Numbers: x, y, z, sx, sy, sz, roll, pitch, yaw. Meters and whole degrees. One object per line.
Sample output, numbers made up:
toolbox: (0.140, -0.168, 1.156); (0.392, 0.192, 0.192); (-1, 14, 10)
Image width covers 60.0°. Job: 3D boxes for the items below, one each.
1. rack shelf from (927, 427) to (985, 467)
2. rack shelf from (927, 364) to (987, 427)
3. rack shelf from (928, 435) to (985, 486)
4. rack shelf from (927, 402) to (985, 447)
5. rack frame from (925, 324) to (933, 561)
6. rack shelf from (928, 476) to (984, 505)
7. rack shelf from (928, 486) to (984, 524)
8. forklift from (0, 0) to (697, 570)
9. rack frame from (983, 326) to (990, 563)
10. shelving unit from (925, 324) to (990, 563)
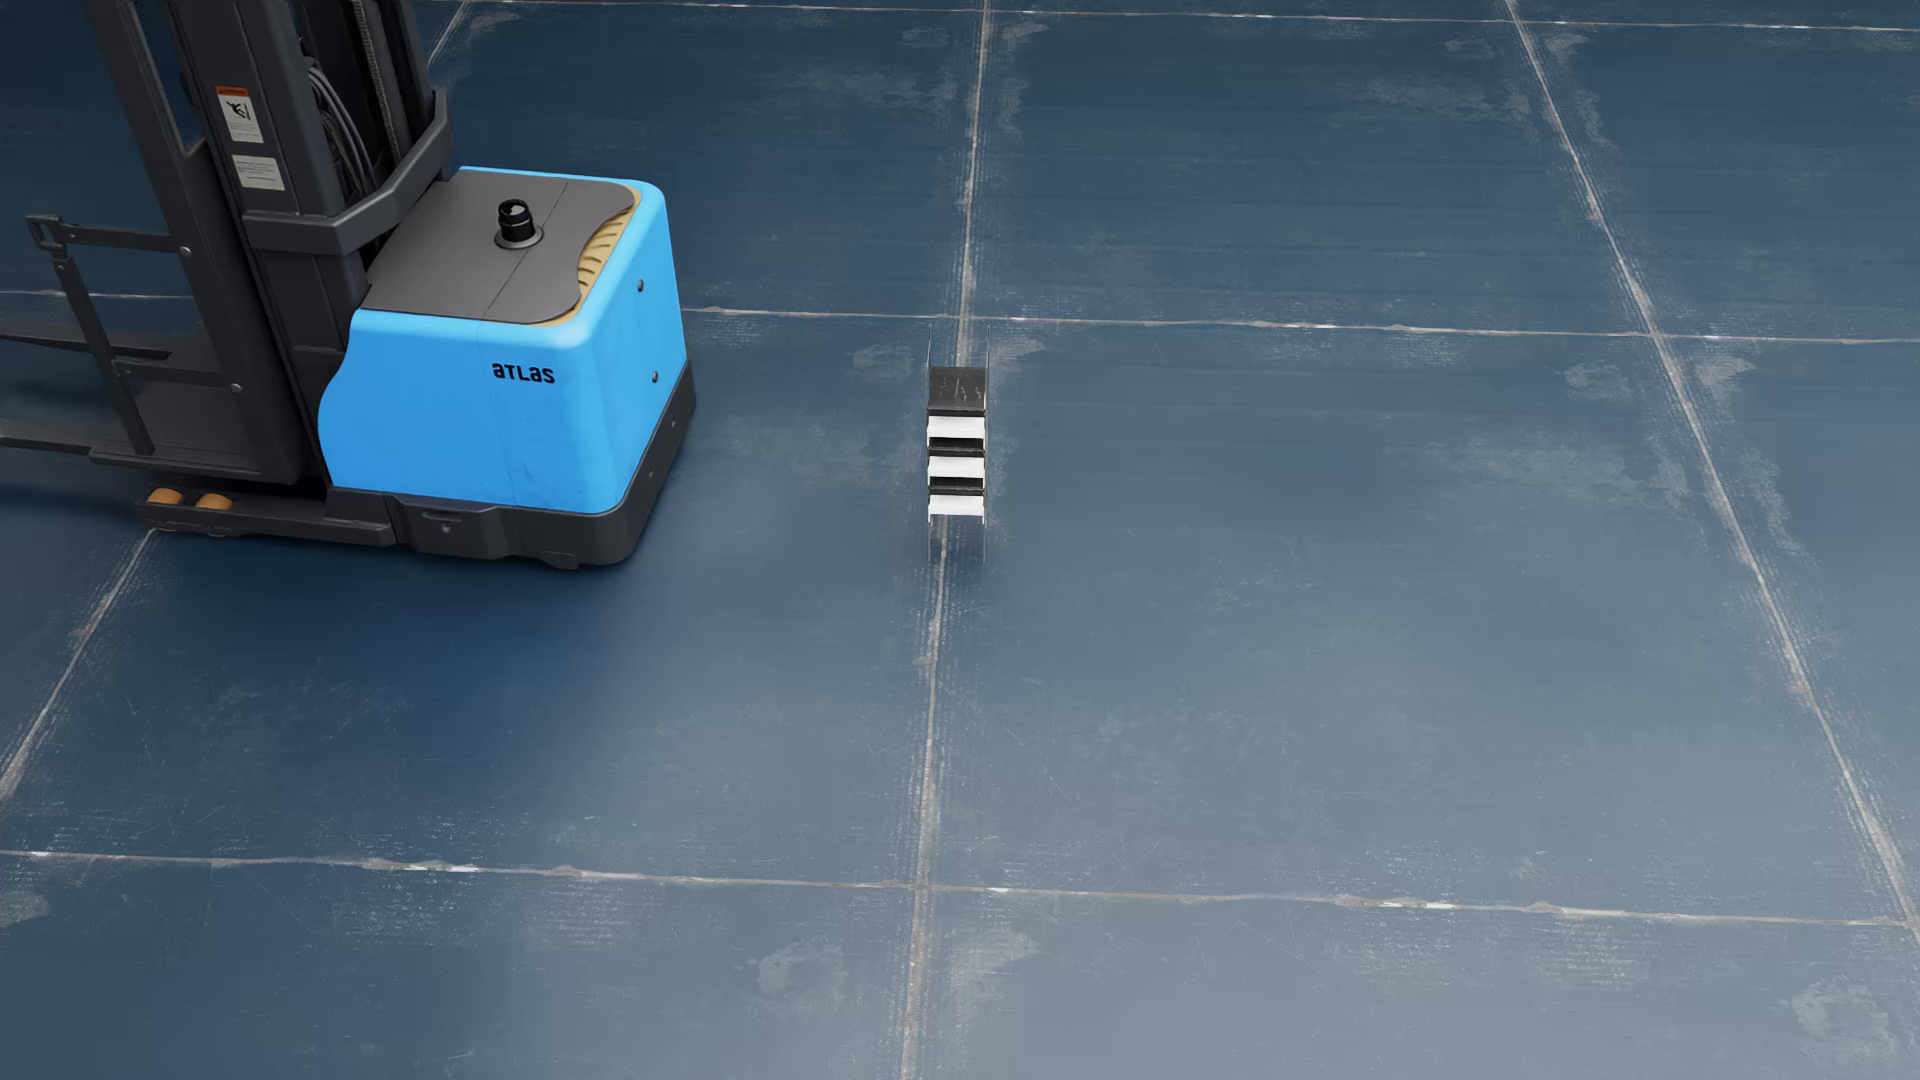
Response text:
rack shelf: (-0.008, -0.371, 5.905); (0.200, 0.077, 0.258); (2, 43, 2)
rack shelf: (-0.008, -0.503, 5.782); (0.200, 0.077, 0.258); (2, 43, 2)
rack shelf: (-0.008, -0.305, 5.966); (0.200, 0.077, 0.258); (2, 43, 2)
rack shelf: (-0.008, -0.437, 5.844); (0.200, 0.077, 0.258); (2, 43, 2)
rack frame: (-0.110, -0.333, 5.947); (0.006, 0.900, 0.240); (2, 43, 2)
rack shelf: (-0.008, -0.239, 6.028); (0.200, 0.077, 0.258); (2, 43, 2)
rack shelf: (-0.008, -0.173, 6.089); (0.200, 0.077, 0.258); (2, 43, 2)
forklift: (-2.628, -1.432, 5.637); (3.031, 2.935, 1.130); (6, 43, 7)
rack frame: (0.093, -0.326, 5.940); (0.006, 0.900, 0.240); (2, 43, 2)
shelving unit: (-0.008, -0.330, 5.944); (0.210, 0.900, 0.258); (2, 43, 2)
